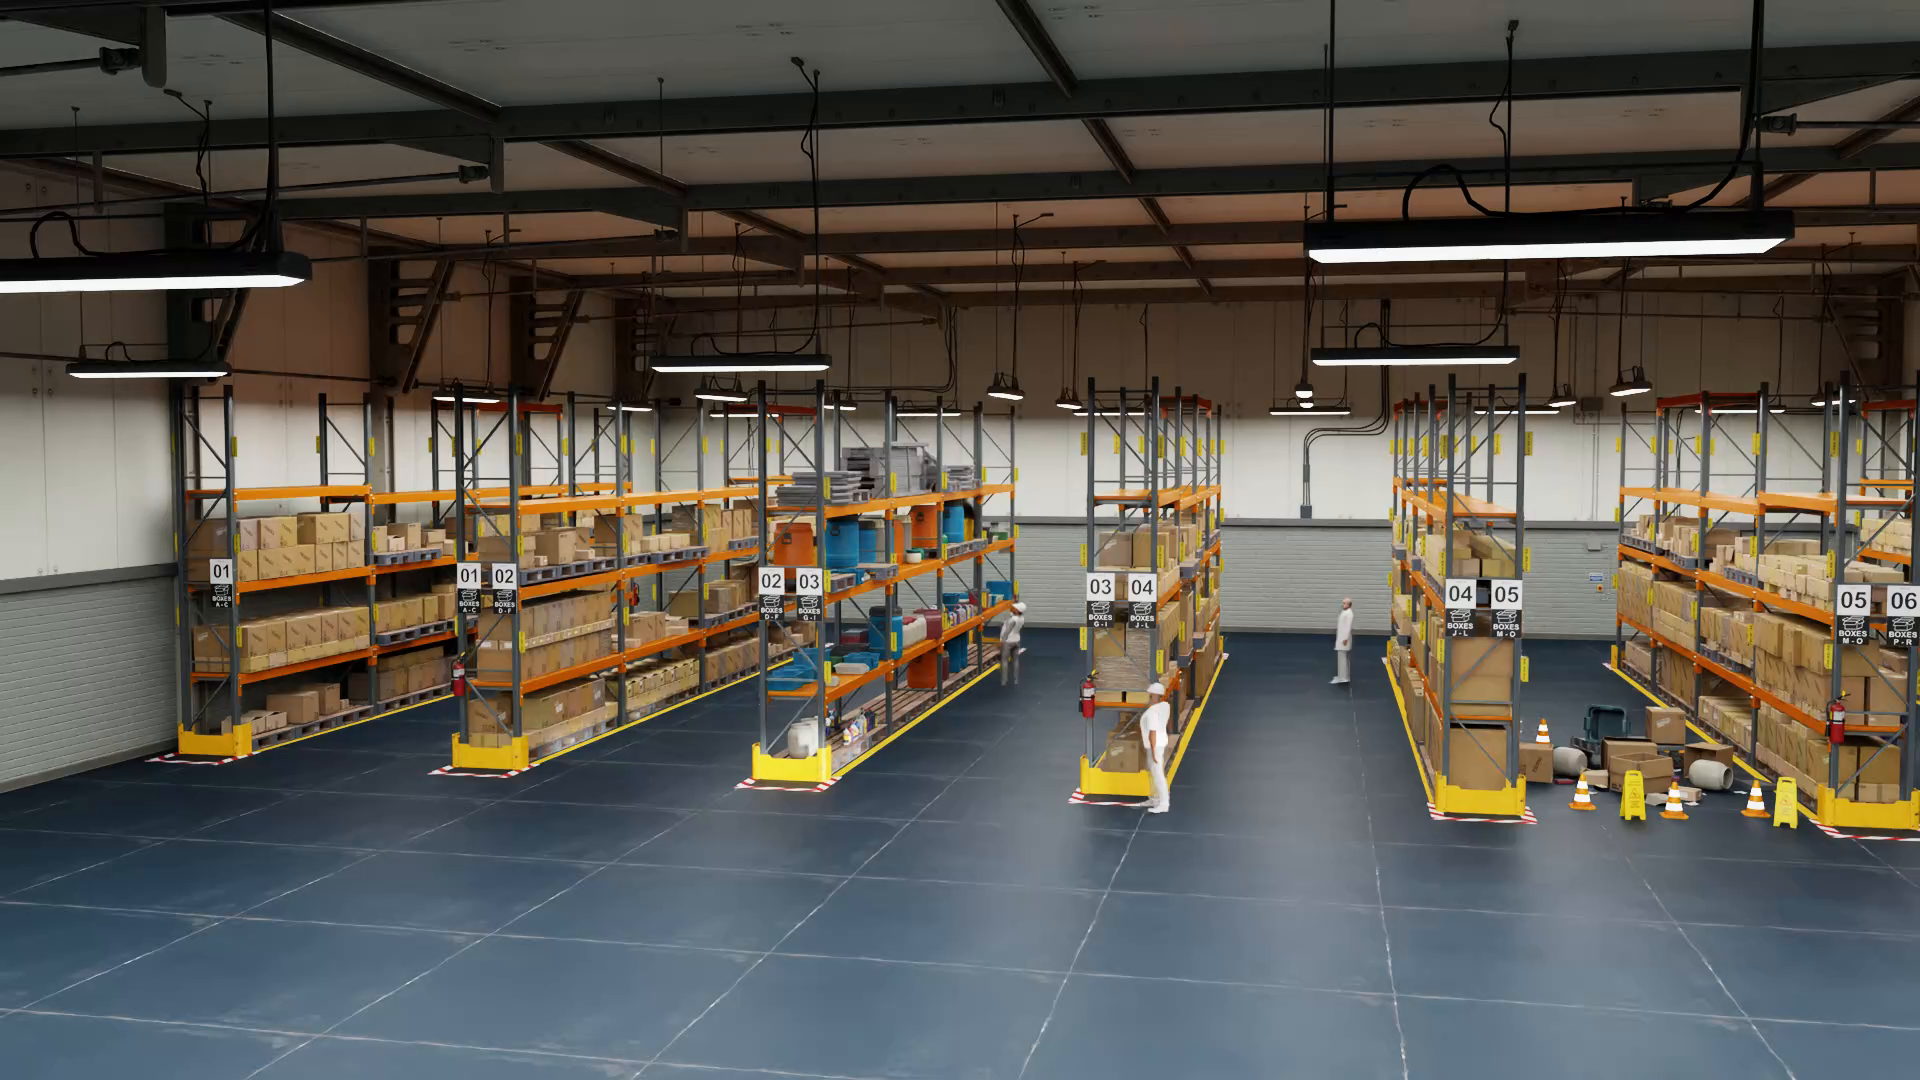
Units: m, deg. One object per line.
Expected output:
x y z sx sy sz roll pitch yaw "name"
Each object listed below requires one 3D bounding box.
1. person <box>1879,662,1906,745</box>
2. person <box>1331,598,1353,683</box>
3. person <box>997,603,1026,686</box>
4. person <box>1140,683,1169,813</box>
14.626 2.764 26.203 0.636 1.668 0.806 1 3 12 "person"
8.157 2.137 35.405 0.438 1.796 0.624 1 3 20 "person"
1.069 2.165 34.621 0.585 1.737 0.519 -3 4 -43 "person"
2.678 2.826 22.863 0.431 1.771 0.793 1 3 12 "person"
